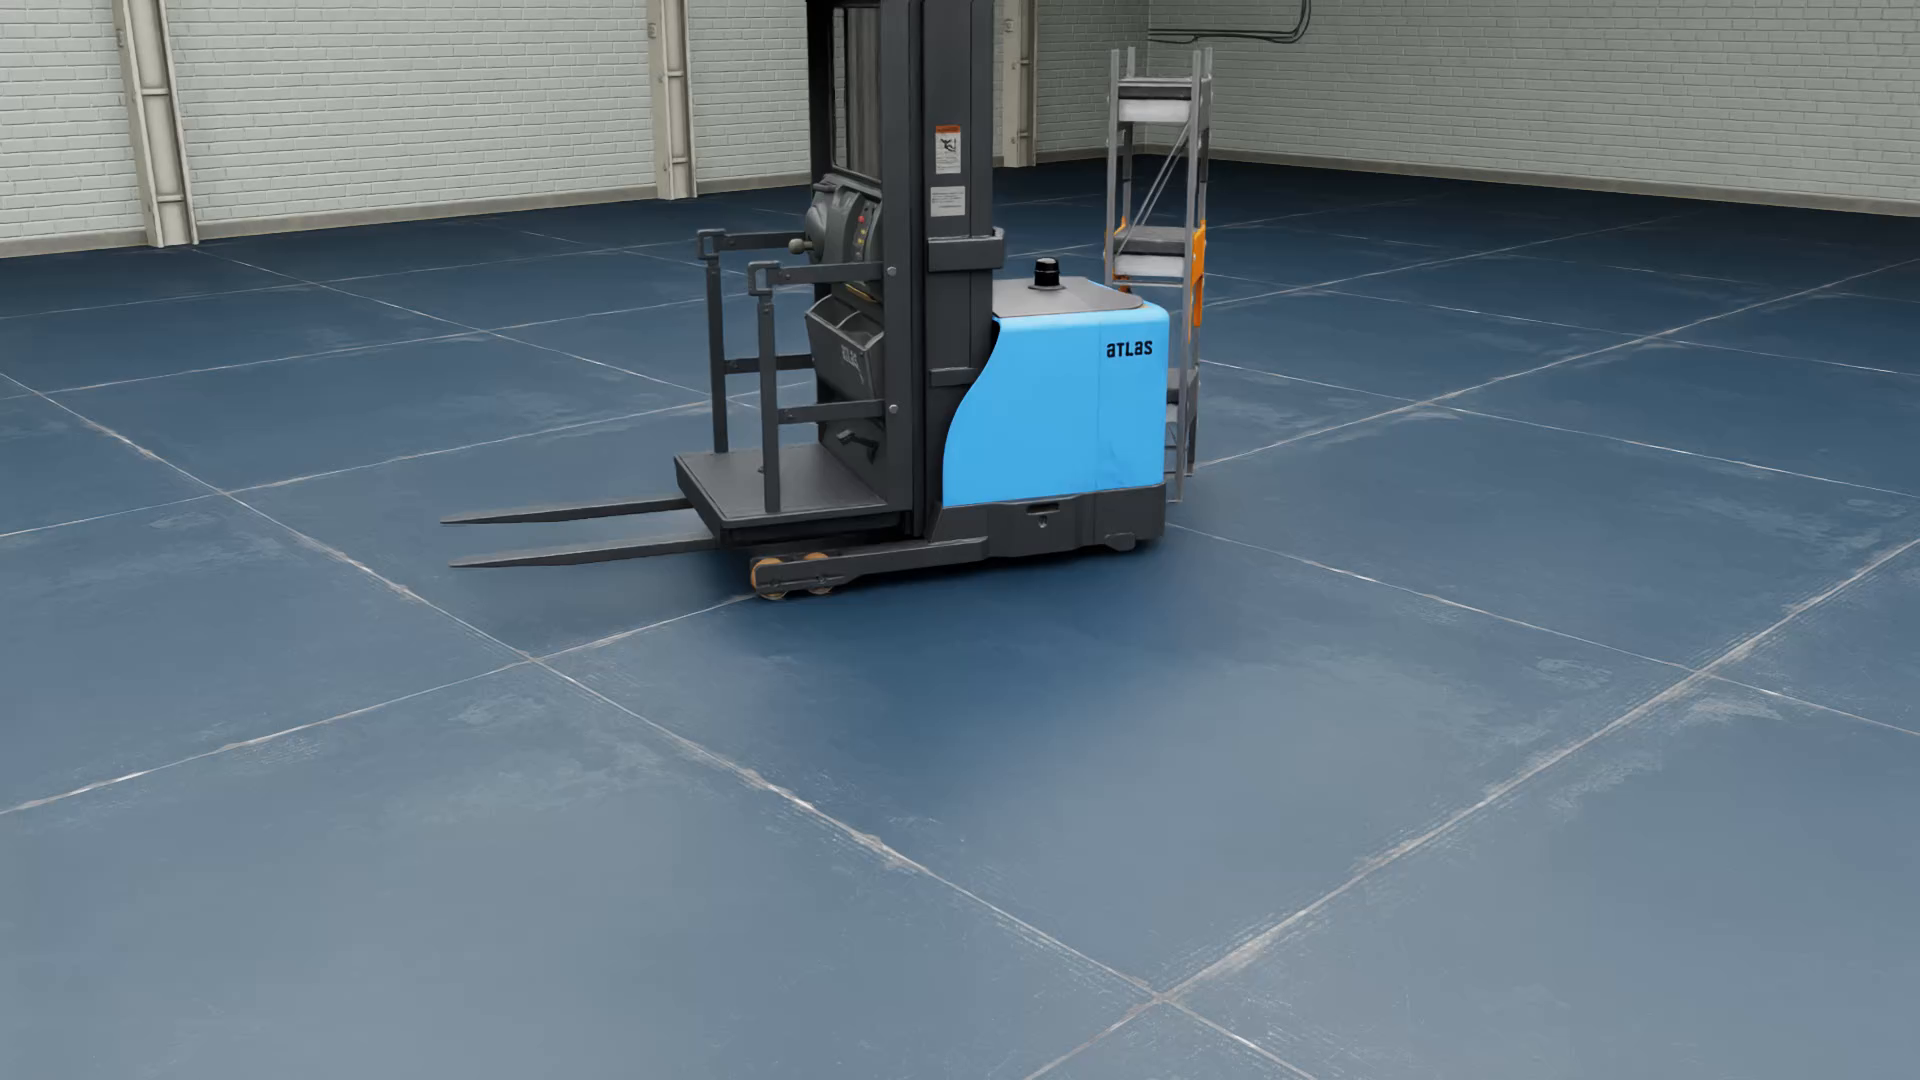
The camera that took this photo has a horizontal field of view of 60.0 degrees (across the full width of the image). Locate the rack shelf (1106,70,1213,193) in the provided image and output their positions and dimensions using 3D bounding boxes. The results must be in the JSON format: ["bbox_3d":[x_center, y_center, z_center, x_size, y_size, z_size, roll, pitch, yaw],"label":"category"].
[{"bbox_3d":[0.935,-1.916,7.763,0.431,0.518,0.480,4,18,13],"label":"rack shelf"}]

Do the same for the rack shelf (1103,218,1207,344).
[{"bbox_3d":[0.935,-1.250,7.979,0.431,0.518,0.480,4,18,13],"label":"rack shelf"}]

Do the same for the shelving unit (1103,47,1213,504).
[{"bbox_3d":[0.935,-1.263,7.975,0.431,2.100,0.503,4,18,13],"label":"shelving unit"}]

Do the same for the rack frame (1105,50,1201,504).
[{"bbox_3d":[0.876,-1.190,7.750,0.400,2.100,0.015,4,18,13],"label":"rack frame"}]

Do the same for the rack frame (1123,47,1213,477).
[{"bbox_3d":[0.995,-1.336,8.200,0.400,2.100,0.015,4,18,13],"label":"rack frame"}]

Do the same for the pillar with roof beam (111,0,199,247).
[{"bbox_3d":[-4.893,-6.270,12.232,0.400,9.000,9.100,-16,24,-41],"label":"pillar with roof beam"}]

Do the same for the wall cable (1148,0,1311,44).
[{"bbox_3d":[3.918,-8.628,24.540,0.112,2.526,3.097,-16,24,-41],"label":"wall cable"}]

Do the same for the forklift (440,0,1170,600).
[{"bbox_3d":[-0.668,-1.336,6.853,3.031,2.935,1.130,-6,19,-19],"label":"forklift"}]

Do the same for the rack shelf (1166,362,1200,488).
[{"bbox_3d":[0.935,-0.584,8.195,0.431,0.518,0.480,4,18,13],"label":"rack shelf"}]

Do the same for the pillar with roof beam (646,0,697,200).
[{"bbox_3d":[-0.533,-7.541,16.153,0.400,9.000,9.100,-16,24,-41],"label":"pillar with roof beam"}]

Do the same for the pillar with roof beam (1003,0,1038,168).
[{"bbox_3d":[3.826,-8.813,20.075,0.400,9.000,9.100,-16,24,-41],"label":"pillar with roof beam"}]
